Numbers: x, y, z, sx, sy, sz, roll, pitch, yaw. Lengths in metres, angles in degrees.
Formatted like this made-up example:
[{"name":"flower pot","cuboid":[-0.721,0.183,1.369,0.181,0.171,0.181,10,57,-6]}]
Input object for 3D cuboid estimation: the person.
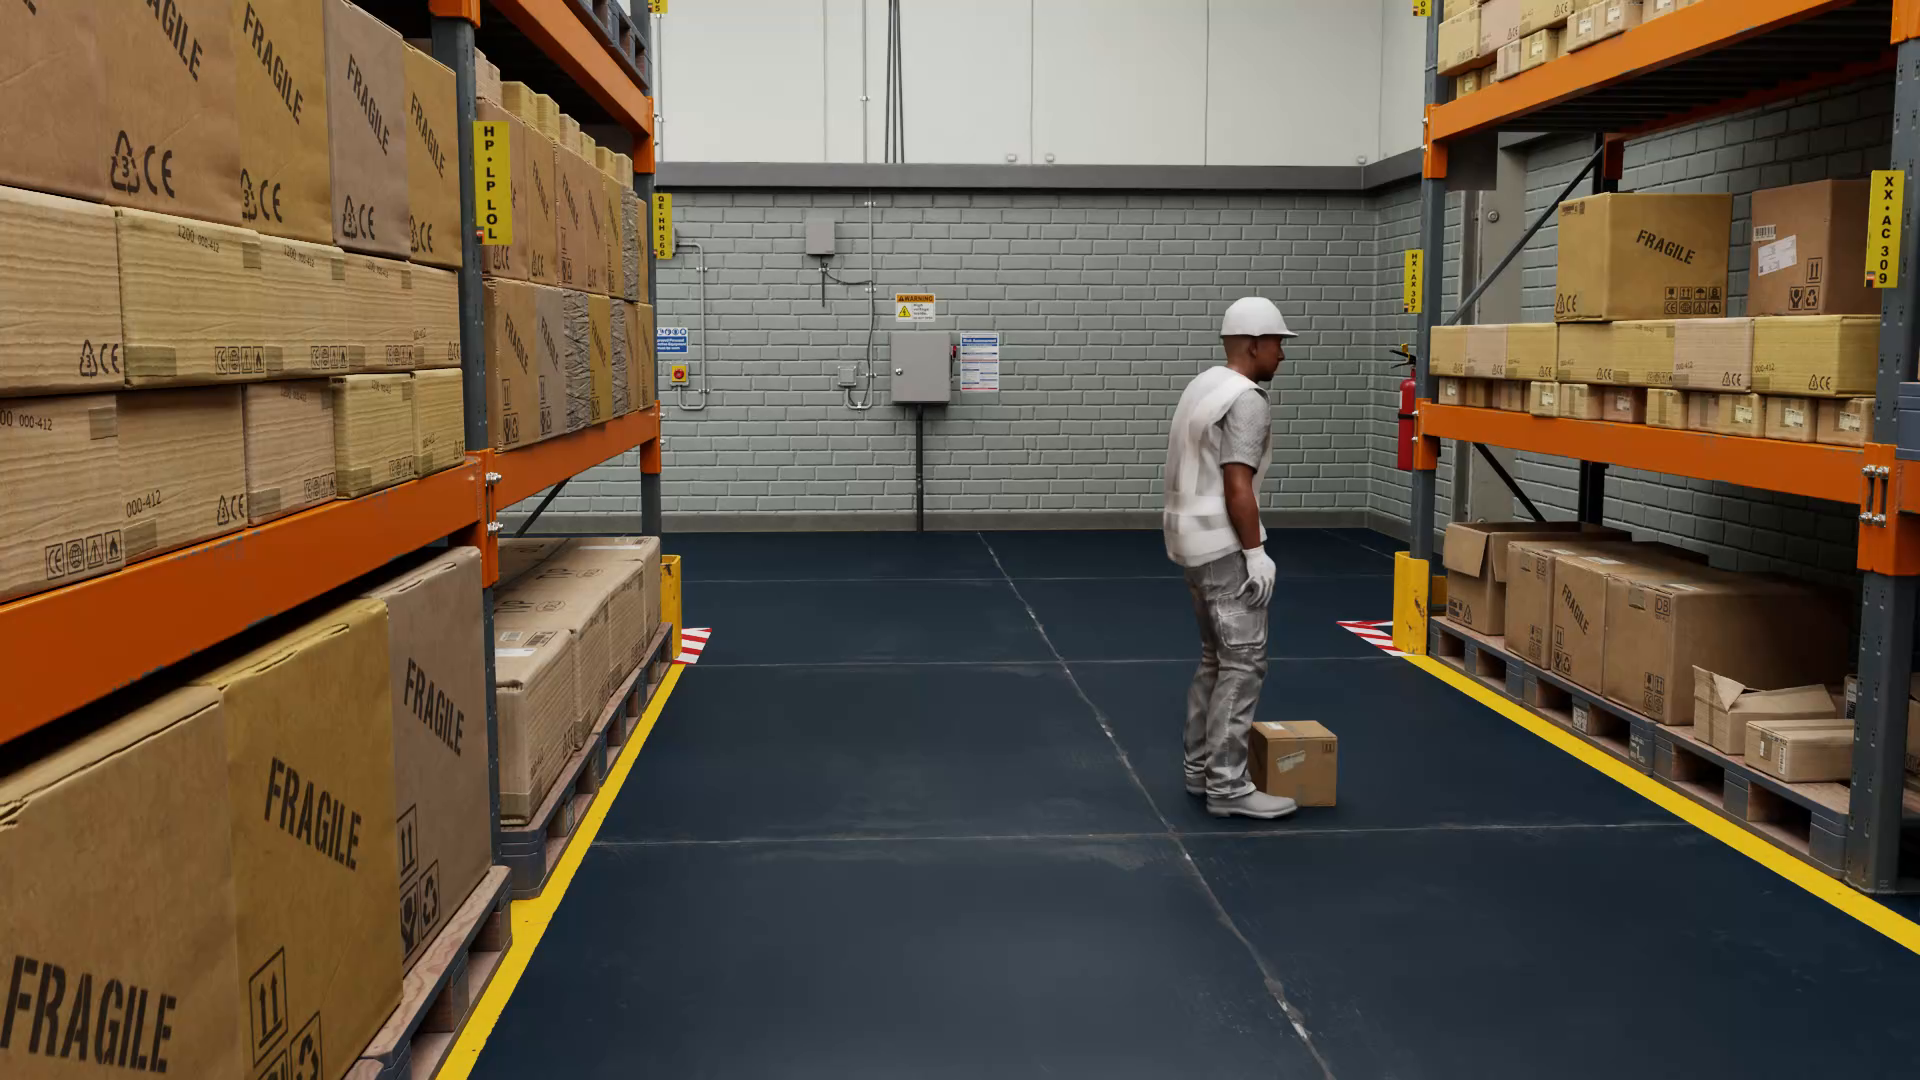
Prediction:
[{"name":"person","cuboid":[0.952,0.046,5.815,0.452,1.772,0.615,-1,7,-6]}]
